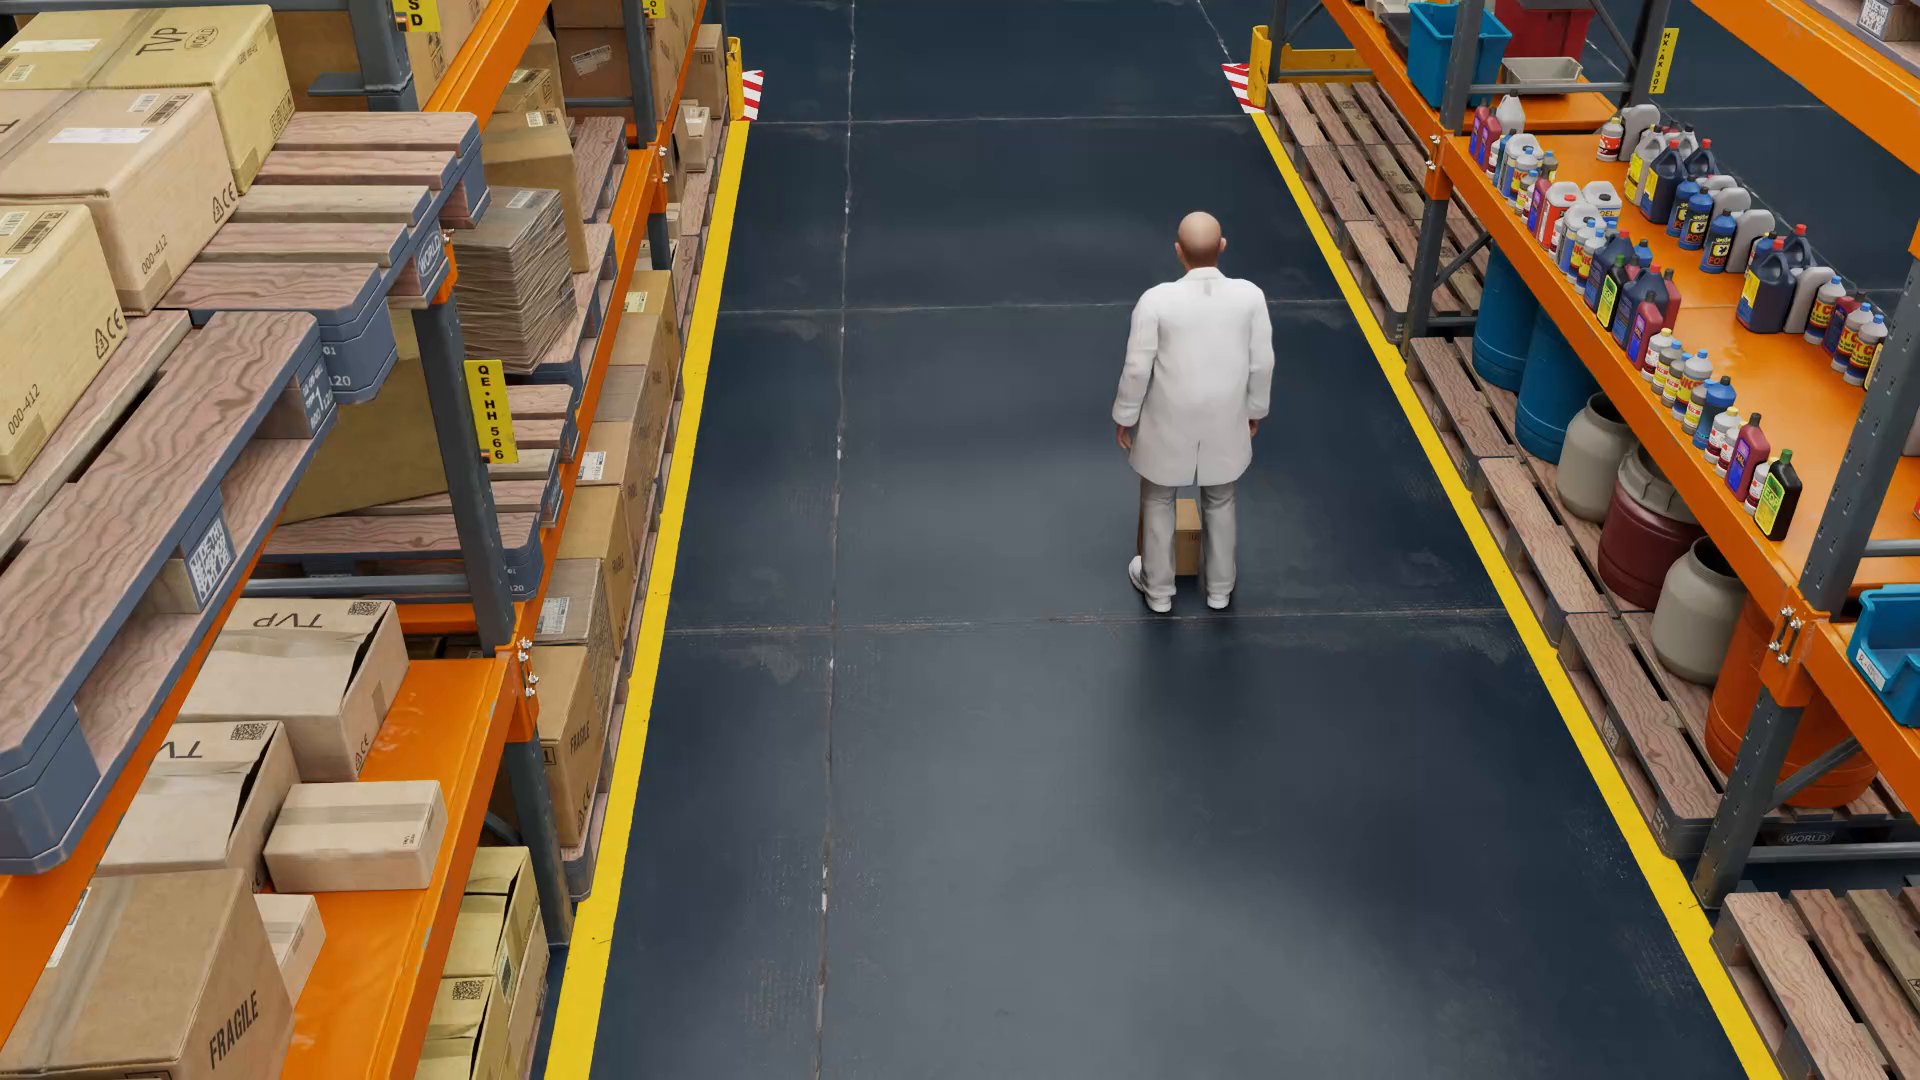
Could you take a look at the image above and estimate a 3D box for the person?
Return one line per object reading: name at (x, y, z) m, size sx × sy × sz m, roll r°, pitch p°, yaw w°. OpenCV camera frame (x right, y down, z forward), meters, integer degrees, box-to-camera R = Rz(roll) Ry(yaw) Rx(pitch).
person at (0.956, -0.500, 6.878) m, size 0.656 × 1.774 × 0.416 m, roll -3°, pitch 35°, yaw -4°
